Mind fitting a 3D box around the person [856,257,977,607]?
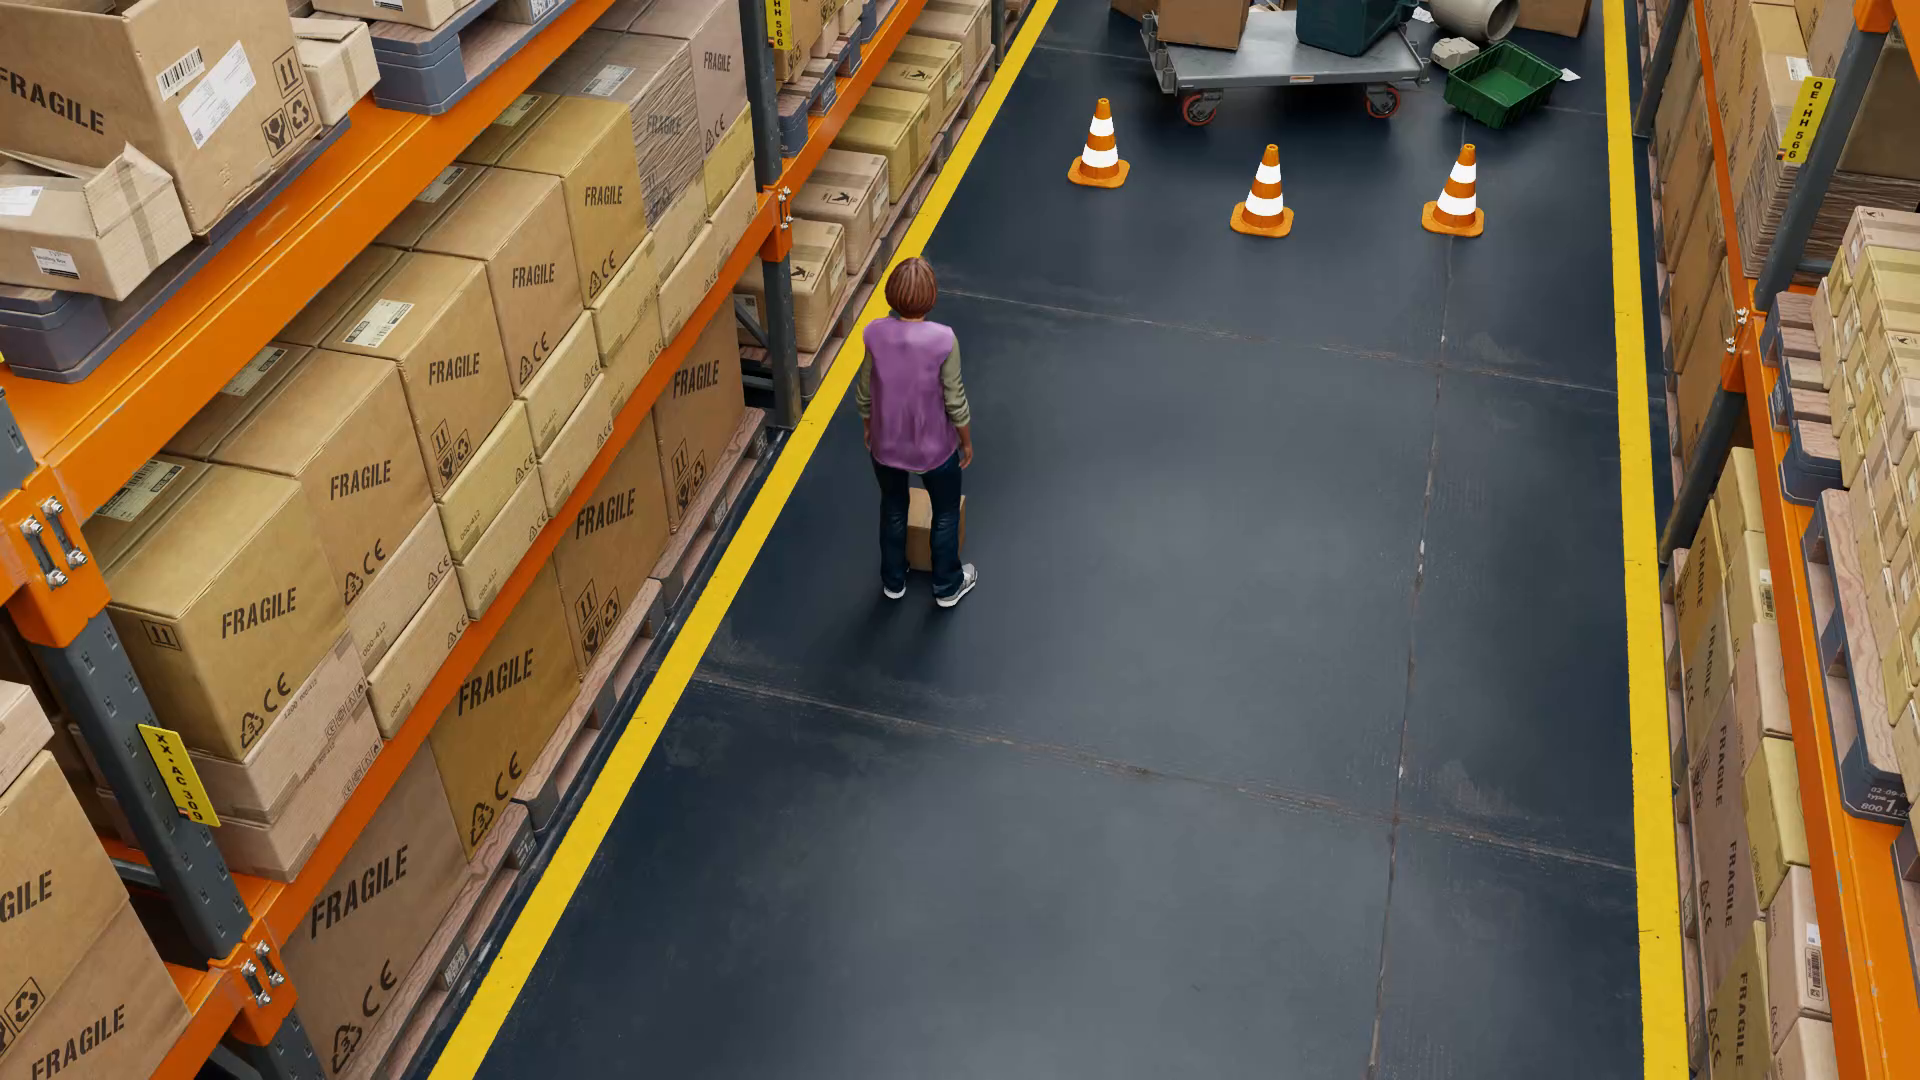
[{"bbox_3d":[-0.178,-0.385,6.602,0.459,1.591,0.346,10,43,11],"label":"person"}]
